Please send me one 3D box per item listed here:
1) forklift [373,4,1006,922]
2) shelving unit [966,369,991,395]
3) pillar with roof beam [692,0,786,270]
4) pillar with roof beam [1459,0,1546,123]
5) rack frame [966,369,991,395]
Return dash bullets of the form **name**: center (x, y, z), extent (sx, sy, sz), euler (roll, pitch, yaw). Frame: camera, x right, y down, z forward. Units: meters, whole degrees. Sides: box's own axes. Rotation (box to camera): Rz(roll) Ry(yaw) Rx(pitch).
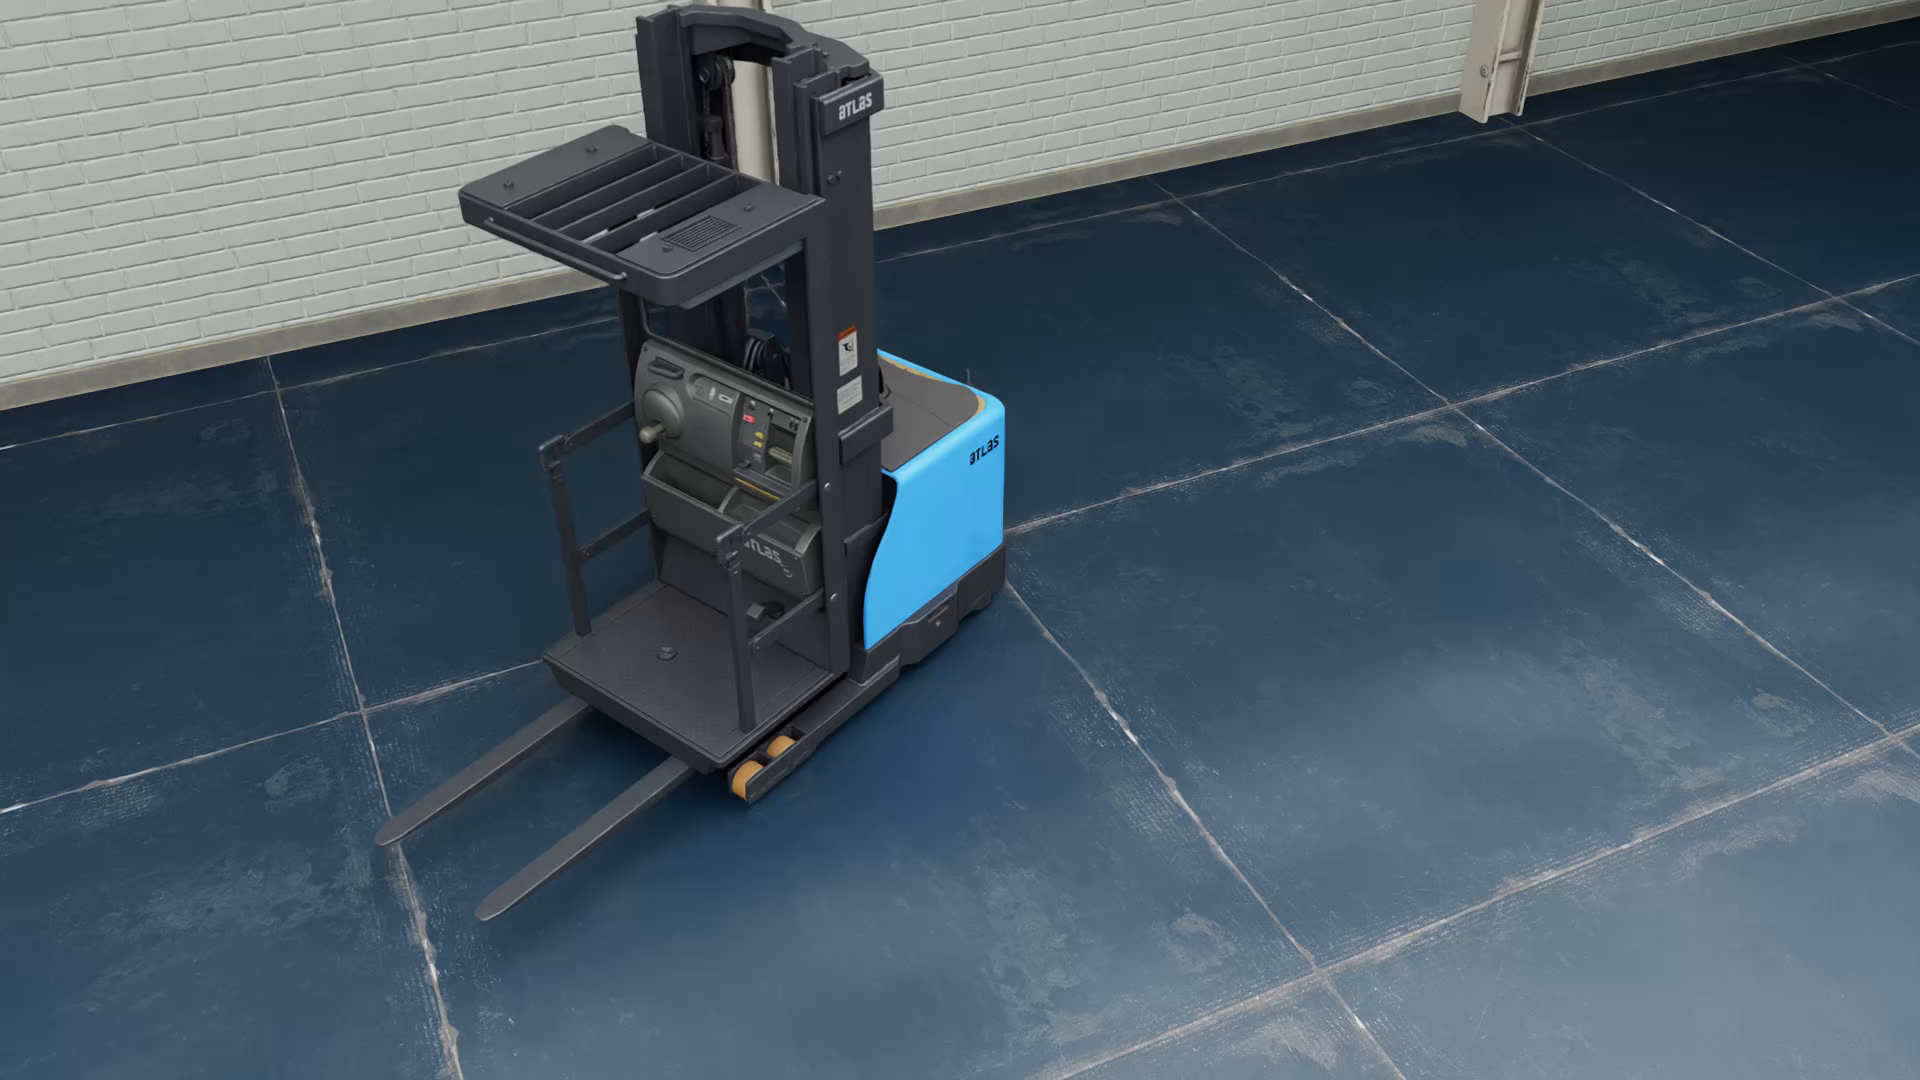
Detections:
- **forklift**: center (-1.085, -0.425, 6.506), extent (1.130, 2.935, 3.031), euler (25, 43, 30)
- **shelving unit**: center (0.000, -0.369, 8.135), extent (0.210, 0.900, 0.258), euler (-17, 40, -22)
- **pillar with roof beam**: center (0.488, -3.083, 4.995), extent (0.400, 9.000, 9.100), euler (-16, 39, -20)
- **pillar with roof beam**: center (5.919, -4.601, 7.043), extent (0.400, 9.000, 9.100), euler (-16, 39, -20)
- **rack frame**: center (0.090, -0.397, 8.173), extent (0.006, 0.900, 0.240), euler (-17, 40, -22)
